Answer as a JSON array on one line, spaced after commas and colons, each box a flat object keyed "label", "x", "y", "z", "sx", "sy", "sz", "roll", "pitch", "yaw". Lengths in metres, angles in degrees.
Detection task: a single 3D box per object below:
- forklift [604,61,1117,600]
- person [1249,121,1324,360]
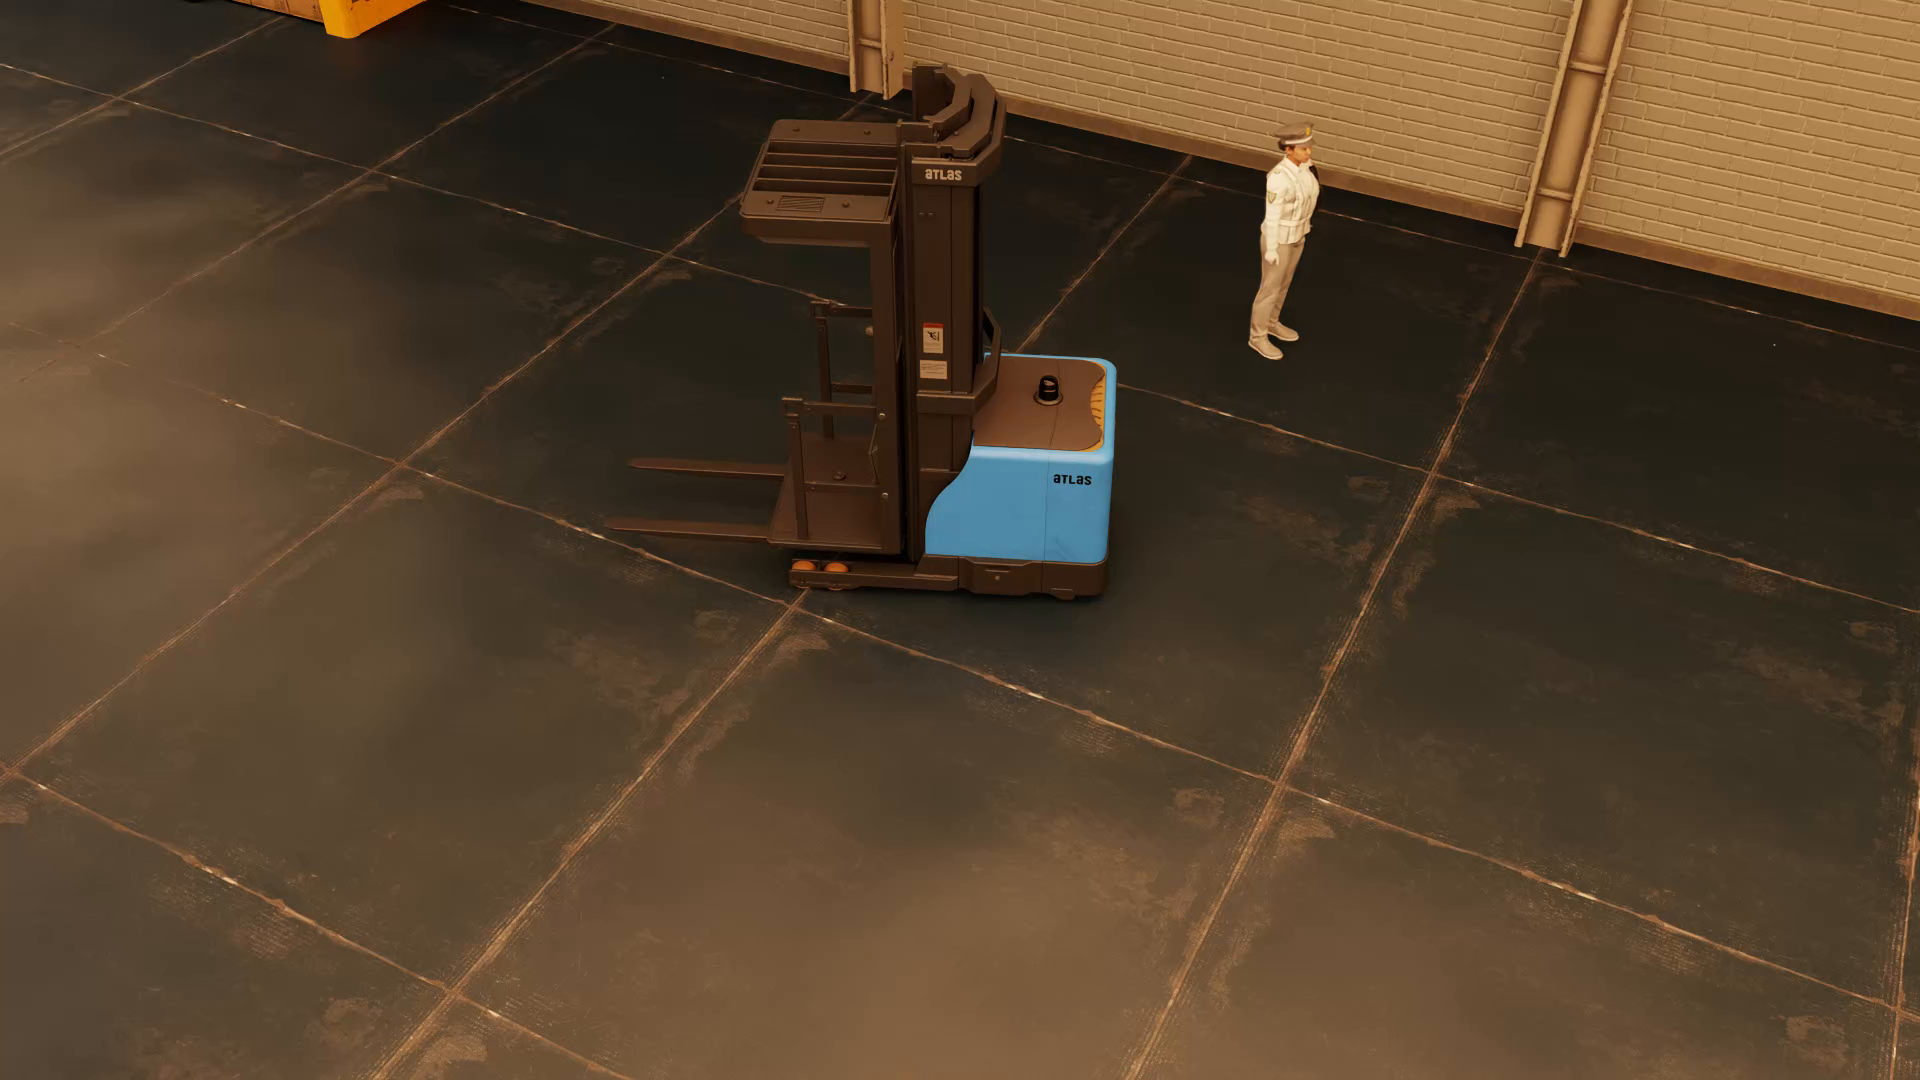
[{"label": "forklift", "x": -0.606, "y": -1.157, "z": 9.360, "sx": 3.031, "sy": 2.935, "sz": 1.130, "roll": 3, "pitch": 40, "yaw": 4}, {"label": "person", "x": 2.240, "y": -2.081, "z": 11.424, "sx": 0.348, "sy": 1.693, "sz": 0.463, "roll": 25, "pitch": 46, "yaw": 26}]
